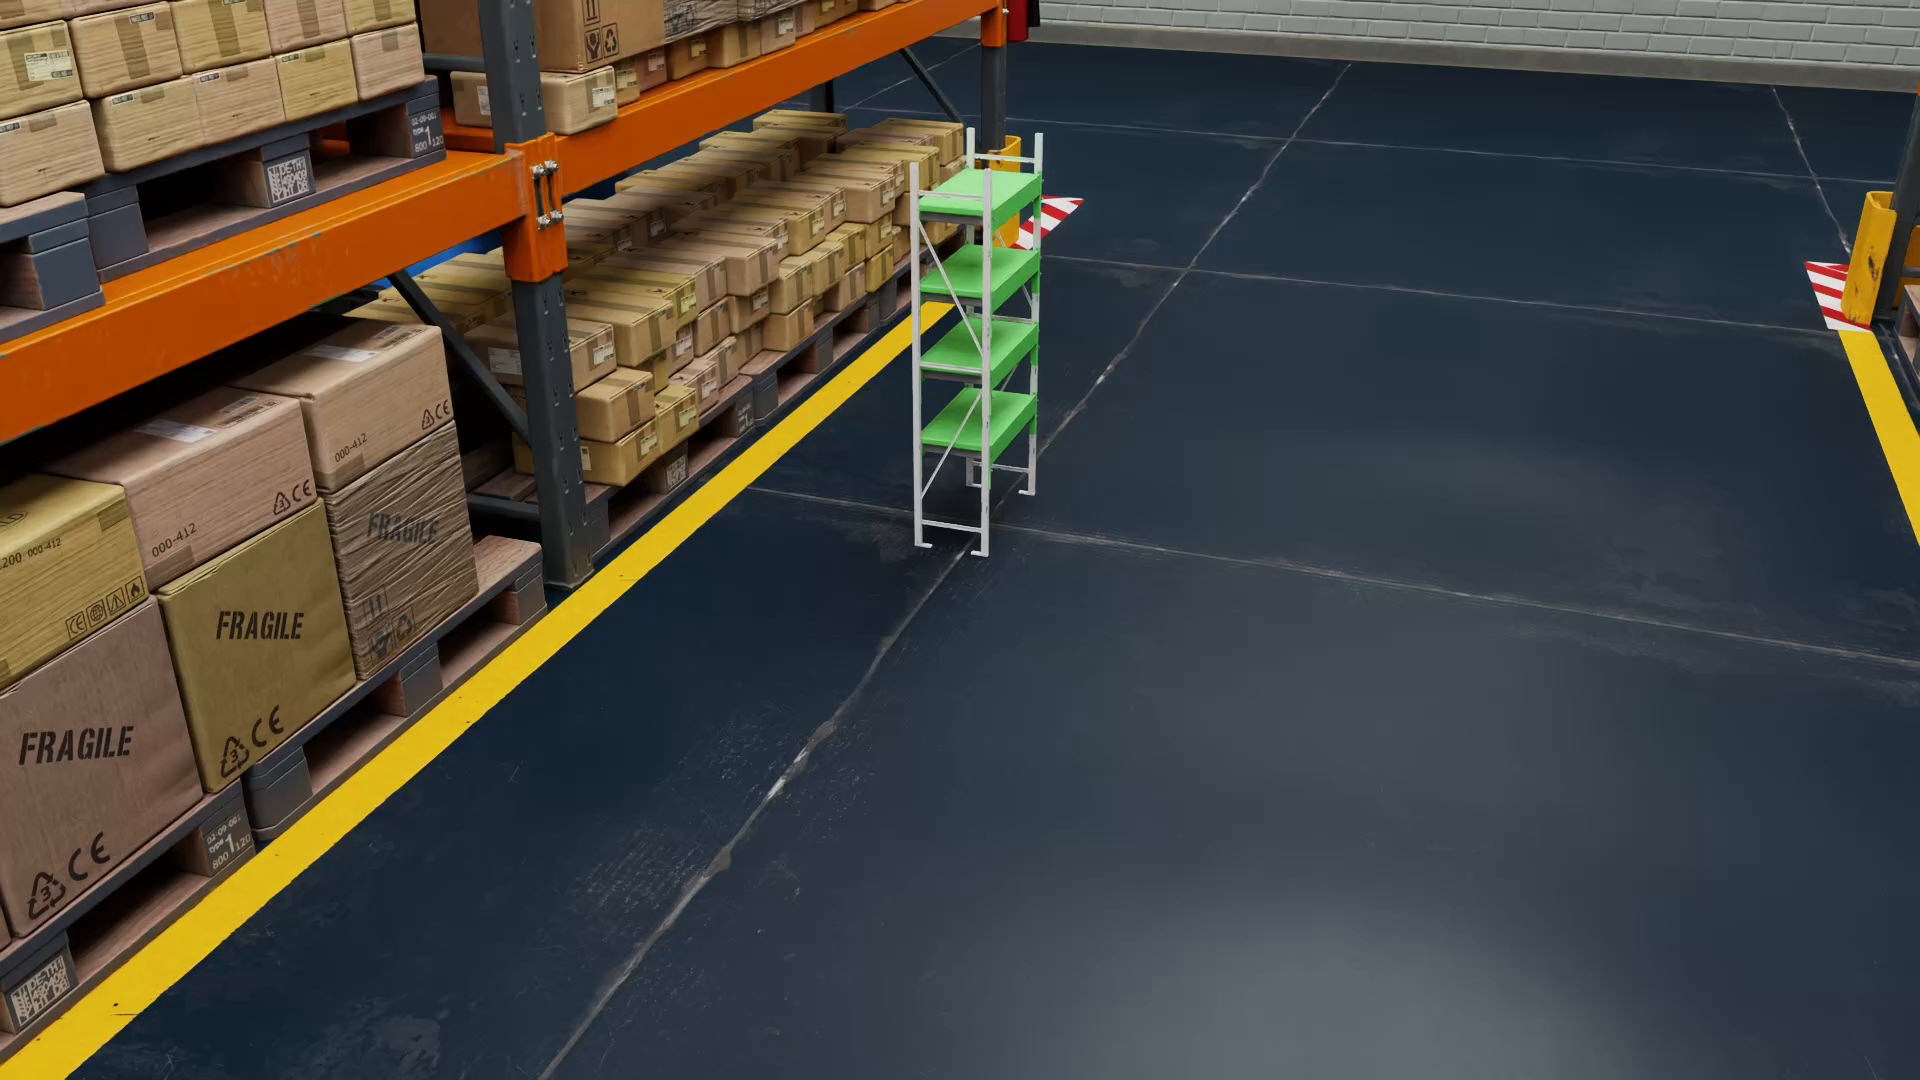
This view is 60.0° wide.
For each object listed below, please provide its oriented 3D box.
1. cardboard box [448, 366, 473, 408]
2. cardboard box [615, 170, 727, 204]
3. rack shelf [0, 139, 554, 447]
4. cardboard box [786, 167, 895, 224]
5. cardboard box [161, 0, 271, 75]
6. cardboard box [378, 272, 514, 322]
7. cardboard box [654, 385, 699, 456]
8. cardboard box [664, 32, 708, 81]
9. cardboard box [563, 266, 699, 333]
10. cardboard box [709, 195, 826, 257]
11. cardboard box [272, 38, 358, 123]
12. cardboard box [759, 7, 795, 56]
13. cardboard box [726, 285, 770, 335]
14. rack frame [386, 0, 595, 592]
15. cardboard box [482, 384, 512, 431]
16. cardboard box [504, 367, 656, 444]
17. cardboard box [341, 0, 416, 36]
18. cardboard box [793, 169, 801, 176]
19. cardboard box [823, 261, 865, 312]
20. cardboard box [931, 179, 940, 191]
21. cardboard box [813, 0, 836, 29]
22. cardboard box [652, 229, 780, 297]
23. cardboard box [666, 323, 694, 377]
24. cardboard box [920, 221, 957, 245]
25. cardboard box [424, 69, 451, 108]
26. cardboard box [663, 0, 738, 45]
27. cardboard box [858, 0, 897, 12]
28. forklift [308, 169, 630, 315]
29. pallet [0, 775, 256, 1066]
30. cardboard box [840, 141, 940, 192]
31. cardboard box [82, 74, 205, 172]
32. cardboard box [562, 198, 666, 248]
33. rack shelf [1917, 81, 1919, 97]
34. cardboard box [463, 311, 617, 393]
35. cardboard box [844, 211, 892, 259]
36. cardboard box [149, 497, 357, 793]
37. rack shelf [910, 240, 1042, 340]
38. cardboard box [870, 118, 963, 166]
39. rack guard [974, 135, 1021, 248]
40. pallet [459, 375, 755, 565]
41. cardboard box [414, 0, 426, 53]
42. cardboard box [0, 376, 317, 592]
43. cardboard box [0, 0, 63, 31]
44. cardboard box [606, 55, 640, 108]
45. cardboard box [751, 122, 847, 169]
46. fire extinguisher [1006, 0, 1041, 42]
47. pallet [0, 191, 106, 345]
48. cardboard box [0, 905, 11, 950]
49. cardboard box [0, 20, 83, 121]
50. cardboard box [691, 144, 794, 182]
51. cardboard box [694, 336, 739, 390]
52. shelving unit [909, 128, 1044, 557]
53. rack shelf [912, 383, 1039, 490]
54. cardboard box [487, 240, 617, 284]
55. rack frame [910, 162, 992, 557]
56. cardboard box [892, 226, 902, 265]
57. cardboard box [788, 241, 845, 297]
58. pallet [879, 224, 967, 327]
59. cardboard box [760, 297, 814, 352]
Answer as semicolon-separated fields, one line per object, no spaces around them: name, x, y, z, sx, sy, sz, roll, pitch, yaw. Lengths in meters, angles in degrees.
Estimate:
cardboard box;-1.792;-0.509;5.307;0.380;0.149;0.250;9;27;18
cardboard box;-1.180;-1.401;6.808;0.380;0.149;0.250;9;27;18
rack shelf;-2.263;-0.148;2.938;1.077;0.370;4.000;9;27;17
cardboard box;-0.491;-1.421;6.850;0.380;0.149;0.250;10;28;19
cardboard box;-1.716;-1.101;3.547;0.380;0.149;0.250;10;28;20
cardboard box;-1.677;-0.762;5.488;0.380;0.149;0.250;9;27;18
cardboard box;-1.085;-0.412;5.448;0.380;0.149;0.250;10;27;19
cardboard box;-1.044;-1.594;5.389;0.380;0.149;0.250;8;27;15
cardboard box;-1.102;-0.794;5.555;0.380;0.149;0.250;8;27;17
cardboard box;-0.743;-1.217;6.428;0.380;0.149;0.250;9;27;18
cardboard box;-1.629;-1.071;3.825;0.380;0.149;0.250;9;27;18
cardboard box;-0.802;-1.797;5.809;0.380;0.149;0.250;10;28;20
cardboard box;-0.922;-0.878;6.070;0.380;0.149;0.250;10;28;20
rack frame;-1.598;-1.293;4.479;1.000;3.000;0.127;9;27;17
cardboard box;-1.623;-0.504;5.639;0.380;0.149;0.250;10;27;19
cardboard box;-1.175;-0.436;5.156;0.380;0.149;0.250;10;28;20
cardboard box;-1.544;-1.311;3.981;0.380;0.149;0.250;10;27;19
cardboard box;-0.825;-1.581;7.522;0.380;0.149;0.250;9;27;18
cardboard box;-0.610;-1.053;6.773;0.380;0.149;0.250;9;27;18
cardboard box;-0.311;-1.619;7.600;0.380;0.149;0.250;8;27;16
cardboard box;-0.693;-2.021;6.271;0.380;0.149;0.250;9;27;18
cardboard box;-0.875;-0.997;5.975;0.380;0.149;0.250;9;27;19
cardboard box;-1.128;-0.658;5.615;0.380;0.149;0.250;9;27;17
cardboard box;-0.235;-1.476;7.646;0.380;0.149;0.250;10;27;19
cardboard box;-1.723;-1.332;4.847;0.380;0.149;0.250;8;27;17
cardboard box;-1.037;-1.844;5.160;0.500;0.500;0.500;9;27;17
cardboard box;-0.474;-2.235;6.712;0.380;0.149;0.250;8;27;15
forklift;-2.918;-2.457;6.961;3.031;2.935;1.130;14;29;26
pallet;-2.260;0.785;3.387;1.003;0.211;1.213;9;27;17
cardboard box;-0.308;-1.637;7.295;0.380;0.149;0.250;8;27;16
cardboard box;-1.797;-0.865;3.402;0.380;0.149;0.250;7;27;15
cardboard box;-1.360;-1.198;6.388;0.380;0.149;0.250;8;27;16
rack shelf;3.770;-1.115;4.937;1.077;0.370;4.000;9;27;17
cardboard box;-1.288;-0.579;5.110;0.380;0.149;0.250;10;28;20
cardboard box;-0.504;-1.290;6.921;0.380;0.149;0.250;9;27;18
cardboard box;-1.777;0.194;3.793;0.500;0.500;0.500;8;27;16
rack shelf;0.055;-0.767;5.052;0.258;0.148;0.480;9;27;17
cardboard box;-0.204;-1.857;7.749;0.380;0.149;0.250;9;27;18
rack guard;-0.292;-1.781;8.354;1.175;0.500;0.348;9;27;17
pallet;-1.407;-0.319;5.668;1.003;0.211;1.213;9;27;17
cardboard box;-1.703;-1.712;4.888;0.500;0.500;0.500;9;27;18
cardboard box;-1.791;-0.143;3.629;0.500;0.250;0.500;10;28;20
cardboard box;-1.896;-1.019;3.036;0.380;0.149;0.250;8;27;16
cardboard box;-1.179;-1.366;4.918;0.380;0.149;0.250;10;27;19
cardboard box;-0.739;-1.814;7.661;0.380;0.149;0.250;9;27;18
fire extinguisher;0.253;-2.771;8.048;0.296;0.674;0.183;9;27;17
pallet;-2.308;-0.383;2.818;1.003;0.211;1.213;9;27;17
cardboard box;-2.122;0.614;2.926;0.500;0.500;0.500;8;27;16
cardboard box;-1.890;-0.881;3.093;0.380;0.149;0.250;7;27;15
cardboard box;-0.949;-1.615;7.251;0.380;0.149;0.250;7;27;15
cardboard box;-1.014;-0.633;5.905;0.380;0.149;0.250;8;27;16
shelving unit;0.055;-0.608;5.129;0.258;1.200;0.503;9;27;17
rack shelf;0.055;-0.335;5.261;0.258;0.148;0.480;9;27;17
cardboard box;-1.441;-0.960;5.898;0.380;0.149;0.250;10;27;19
rack frame;-0.026;-0.508;4.922;0.240;1.200;0.015;9;27;17
cardboard box;-0.474;-1.277;7.234;0.380;0.149;0.250;9;27;18
cardboard box;-0.673;-1.070;6.467;0.380;0.149;0.250;9;27;18
pallet;-0.595;-1.322;7.738;1.003;0.211;1.213;9;27;17
cardboard box;-0.780;-0.841;6.335;0.380;0.149;0.250;8;27;16
